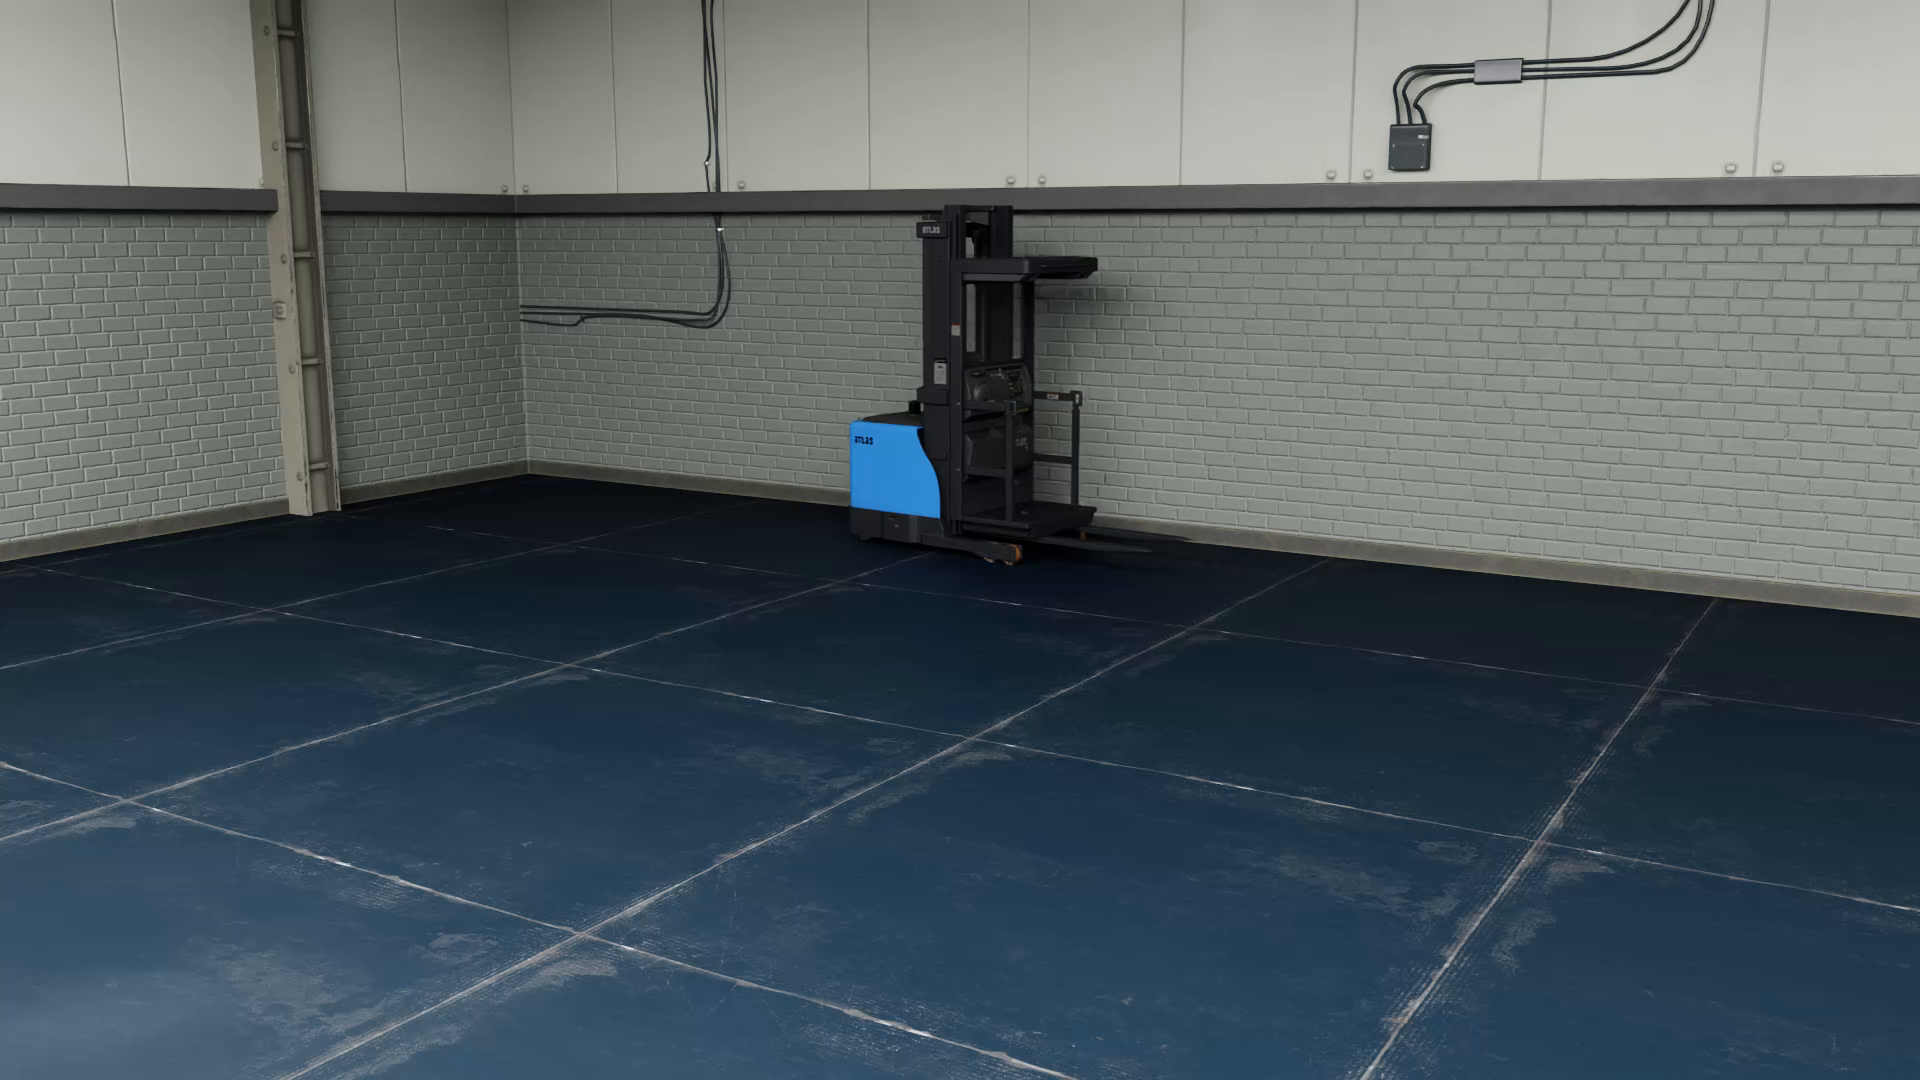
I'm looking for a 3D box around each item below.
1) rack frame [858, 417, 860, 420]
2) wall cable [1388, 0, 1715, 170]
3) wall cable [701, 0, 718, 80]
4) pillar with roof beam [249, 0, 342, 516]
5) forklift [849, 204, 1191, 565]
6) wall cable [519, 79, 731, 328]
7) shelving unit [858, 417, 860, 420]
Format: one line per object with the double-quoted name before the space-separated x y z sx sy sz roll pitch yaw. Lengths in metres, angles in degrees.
"rack frame" -0.848 -0.593 15.181 0.200 1.050 0.008 7 13 35
"wall cable" 4.420 -5.801 12.159 2.305 6.003 0.169 6 12 31
"wall cable" -1.374 -5.737 15.770 3.097 2.526 0.112 6 12 31
"pillar with roof beam" -2.666 -4.291 13.332 9.100 9.000 0.400 6 12 31
"forklift" 0.494 -1.345 14.089 3.031 2.935 1.130 8 13 36
"wall cable" -3.686 -3.513 17.615 3.097 2.526 0.112 6 12 31
"shelving unit" -0.776 -0.611 15.278 0.215 1.050 0.252 7 13 35
